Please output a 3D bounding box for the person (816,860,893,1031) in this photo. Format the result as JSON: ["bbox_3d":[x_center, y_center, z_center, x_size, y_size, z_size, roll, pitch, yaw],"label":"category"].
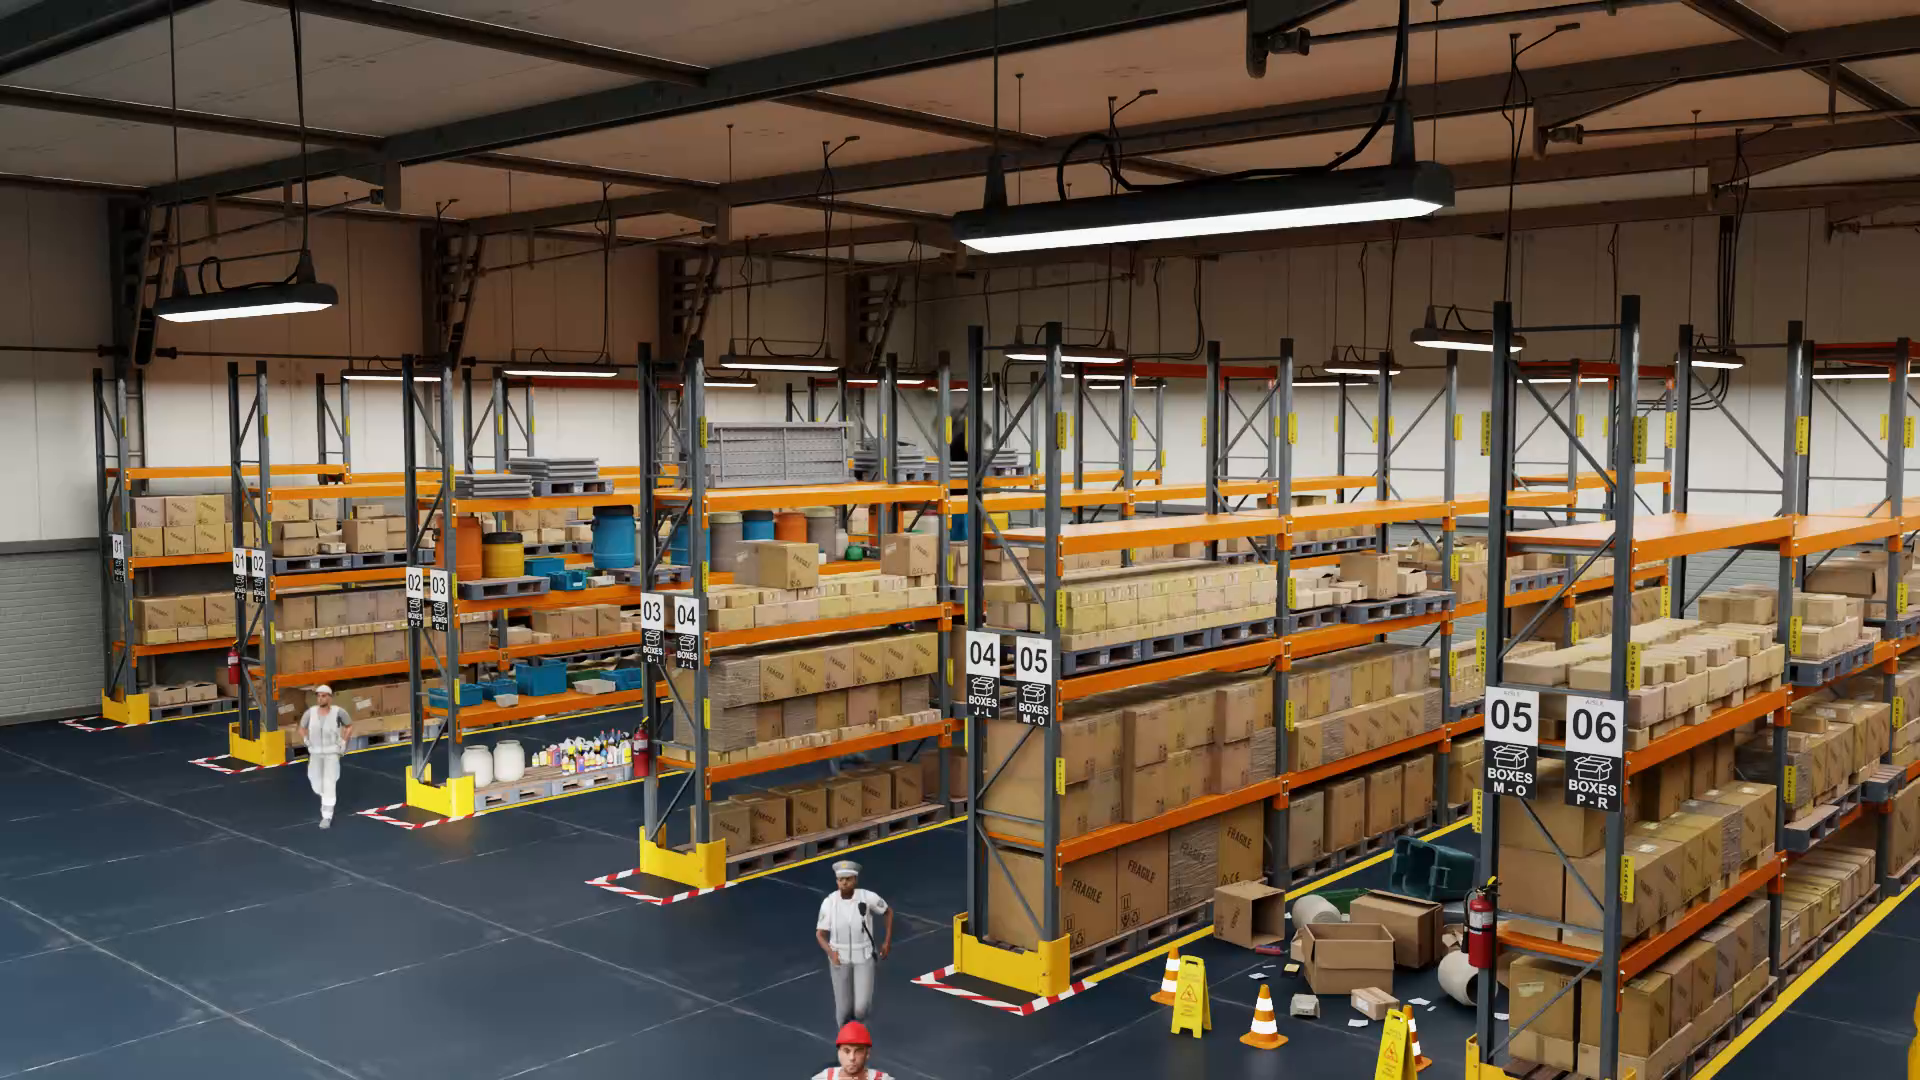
[{"bbox_3d":[-0.847,3.362,13.282,0.605,1.658,0.680,0,4,1],"label":"person"}]

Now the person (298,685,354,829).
[{"bbox_3d":[-8.094,2.730,21.200,0.653,1.789,0.736,0,4,-6],"label":"person"}]

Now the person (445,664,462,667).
[{"bbox_3d":[-9.085,2.098,29.900,0.723,1.752,0.726,3,5,37],"label":"person"}]

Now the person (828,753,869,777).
[{"bbox_3d":[-1.602,2.613,23.089,0.725,1.739,0.788,4,6,42],"label":"person"}]

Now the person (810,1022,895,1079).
[{"bbox_3d":[-0.601,3.593,9.356,0.670,1.764,0.868,0,4,1],"label":"person"}]
